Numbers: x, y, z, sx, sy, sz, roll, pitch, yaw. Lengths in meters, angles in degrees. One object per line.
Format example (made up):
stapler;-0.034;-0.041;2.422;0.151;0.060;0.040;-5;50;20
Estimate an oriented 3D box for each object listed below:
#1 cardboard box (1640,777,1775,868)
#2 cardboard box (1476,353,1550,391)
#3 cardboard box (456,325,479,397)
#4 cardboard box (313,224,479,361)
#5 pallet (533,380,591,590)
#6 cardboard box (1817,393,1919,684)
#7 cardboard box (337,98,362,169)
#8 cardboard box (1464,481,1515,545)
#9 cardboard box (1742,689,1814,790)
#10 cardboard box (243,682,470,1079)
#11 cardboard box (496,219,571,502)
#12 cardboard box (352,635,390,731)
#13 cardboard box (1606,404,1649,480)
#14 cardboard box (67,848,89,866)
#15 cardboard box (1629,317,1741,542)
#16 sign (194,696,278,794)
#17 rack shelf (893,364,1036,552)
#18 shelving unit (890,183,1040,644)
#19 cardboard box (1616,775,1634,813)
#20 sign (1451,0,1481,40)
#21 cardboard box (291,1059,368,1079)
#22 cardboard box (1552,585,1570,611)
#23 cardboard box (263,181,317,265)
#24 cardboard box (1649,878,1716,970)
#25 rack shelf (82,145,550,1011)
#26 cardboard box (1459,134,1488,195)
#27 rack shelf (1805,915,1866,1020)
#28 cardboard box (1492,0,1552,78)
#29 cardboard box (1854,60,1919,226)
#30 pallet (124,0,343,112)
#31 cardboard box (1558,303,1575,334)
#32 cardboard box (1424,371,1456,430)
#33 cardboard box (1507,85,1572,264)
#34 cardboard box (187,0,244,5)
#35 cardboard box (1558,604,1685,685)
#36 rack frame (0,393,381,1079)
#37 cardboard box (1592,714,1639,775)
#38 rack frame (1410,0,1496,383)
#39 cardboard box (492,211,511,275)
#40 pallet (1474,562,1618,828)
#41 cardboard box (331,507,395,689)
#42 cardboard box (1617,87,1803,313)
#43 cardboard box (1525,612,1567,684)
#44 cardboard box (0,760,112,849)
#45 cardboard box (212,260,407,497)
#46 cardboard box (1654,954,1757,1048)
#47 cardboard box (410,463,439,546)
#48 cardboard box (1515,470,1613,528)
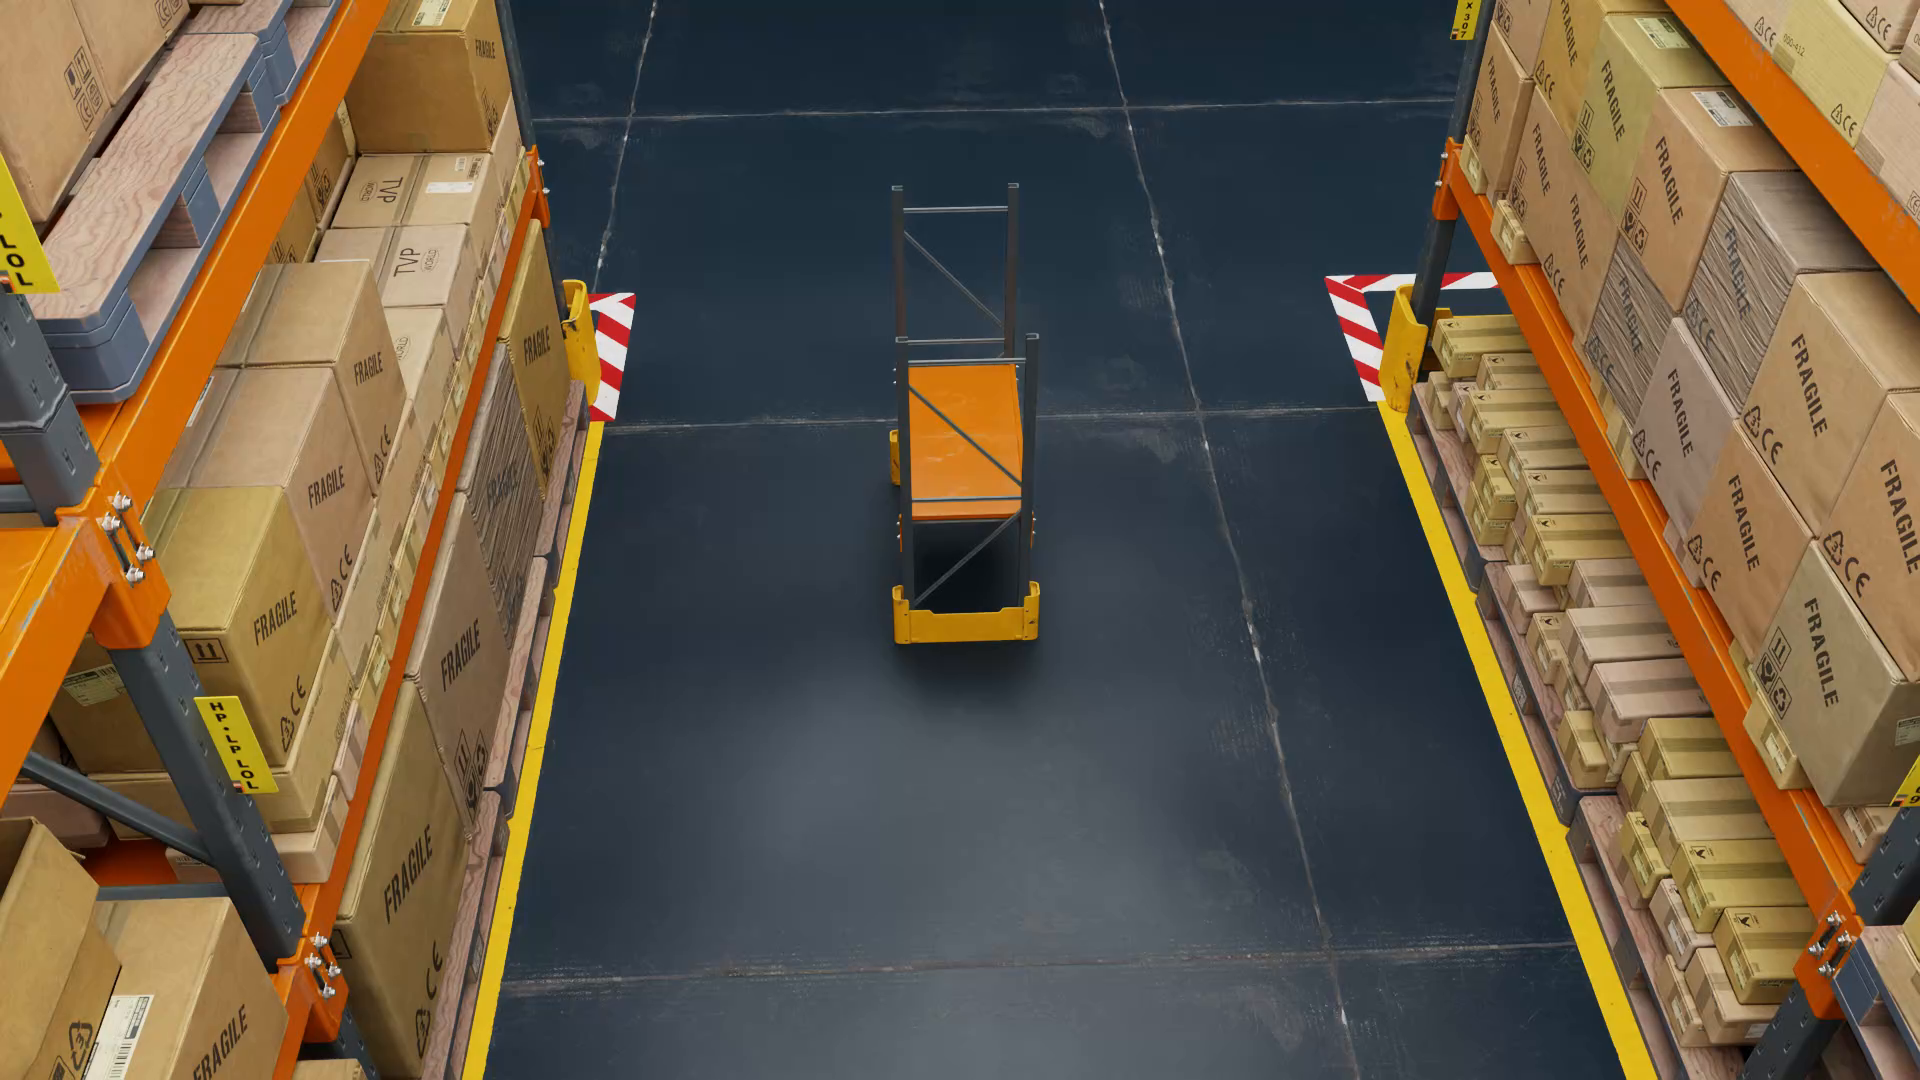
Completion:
cardboard box;2.452;0.913;5.393;0.380;0.149;0.250;-2;43;-2
cardboard box;2.440;-0.669;7.119;0.380;0.149;0.250;-1;43;-1
cardboard box;-1.934;-0.630;5.903;0.380;0.149;0.250;-1;43;-2
cardboard box;-2.006;-0.867;5.867;0.500;0.250;0.500;-3;43;-3
pallet;-2.222;-0.252;7.369;1.003;0.211;1.213;-2;43;-2
cardboard box;2.505;-0.016;4.014;0.500;0.500;0.500;-3;43;-3
cardboard box;-2.584;-1.541;6.602;0.500;0.250;0.500;-3;43;-3
cardboard box;2.340;-0.116;6.955;0.380;0.149;0.250;-1;43;-1
cardboard box;2.430;0.544;4.623;0.380;0.149;0.250;-3;43;-3
cardboard box;-2.112;1.063;5.132;0.875;0.875;0.875;-2;43;-2
cardboard box;-2.227;-0.760;7.121;0.875;0.875;0.875;-2;43;-2
cardboard box;-1.868;0.411;4.768;0.380;0.149;0.250;0;43;0
cardboard box;2.411;-0.339;5.585;0.380;0.149;0.250;-1;43;-1
cardboard box;-2.505;0.779;4.367;0.380;0.149;0.250;-1;43;-2
cardboard box;2.452;-0.343;5.110;0.500;0.500;0.500;-2;43;-2
sign;-1.623;0.463;3.727;0.100;0.325;0.005;-2;43;-2
rack shelf;0.004;-0.363;6.802;0.538;0.185;1.000;-2;43;-2
shelving unit;0.003;-0.501;6.687;0.587;1.500;1.083;-2;43;-2
cardboard box;2.545;0.914;5.832;0.380;0.149;0.250;-3;43;-3
sign;2.083;-2.196;6.785;0.100;0.325;0.005;-2;43;-2
cardboard box;-2.117;1.942;4.173;1.225;0.875;0.875;-2;43;-2
cardboard box;2.507;0.139;6.457;0.380;0.149;0.250;0;43;0
cardboard box;-2.534;-1.130;5.599;0.500;0.500;0.500;-3;43;-3
cardboard box;2.440;1.209;5.290;0.380;0.149;0.250;-4;43;-4
rack shelf;-2.249;-0.203;5.784;1.077;0.370;4.000;-2;43;-2
cardboard box;2.312;-1.571;6.930;0.380;0.149;0.250;-2;43;-2
rack shelf;2.880;2.424;2.918;1.077;0.370;4.000;-2;43;-2
cardboard box;2.379;-2.097;6.283;0.500;0.500;0.500;-2;43;-2
cardboard box;2.495;-0.903;3.906;0.500;0.250;0.500;-2;43;-2
pallet;-2.237;-1.565;4.583;1.003;0.211;1.213;-2;43;-2
cardboard box;2.457;-0.863;6.157;0.380;0.149;0.250;-2;43;-2
cardboard box;2.328;-0.633;7.520;0.380;0.149;0.250;-1;43;-1
cardboard box;2.417;-1.367;6.227;0.500;0.500;0.500;-2;43;-2
cardboard box;-2.156;-1.699;4.205;0.700;0.500;0.500;0;43;0
cardboard box;2.391;0.374;5.981;0.380;0.149;0.250;-3;43;-3
rack frame;-2.164;0.882;4.067;1.000;3.000;0.127;-2;43;-2
cardboard box;2.468;0.685;5.862;0.380;0.149;0.250;-1;43;-1
rack frame;2.625;-1.892;7.094;1.000;3.000;0.127;-2;43;-2
cardboard box;-1.968;-1.149;6.469;0.380;0.149;0.250;-2;43;-2
pallet;2.677;0.558;6.485;1.003;0.211;1.213;-2;43;-2
cardboard box;-1.939;0.167;4.738;0.500;0.250;0.500;-2;43;-2
cardboard box;2.432;-1.060;5.153;0.500;0.500;0.500;-3;43;-3
cardboard box;2.407;0.411;6.381;0.380;0.149;0.250;-2;43;-2
cardboard box;-2.445;0.537;4.335;0.500;0.250;0.500;-2;43;-3
cardboard box;-1.969;-0.463;4.871;0.500;0.500;0.500;-3;43;-3
cardboard box;2.438;1.449;5.248;0.380;0.149;0.250;-1;43;-1
cardboard box;-1.900;-0.109;5.335;0.380;0.149;0.250;-1;43;-1
cardboard box;2.419;-0.143;6.545;0.380;0.149;0.250;0;43;0
